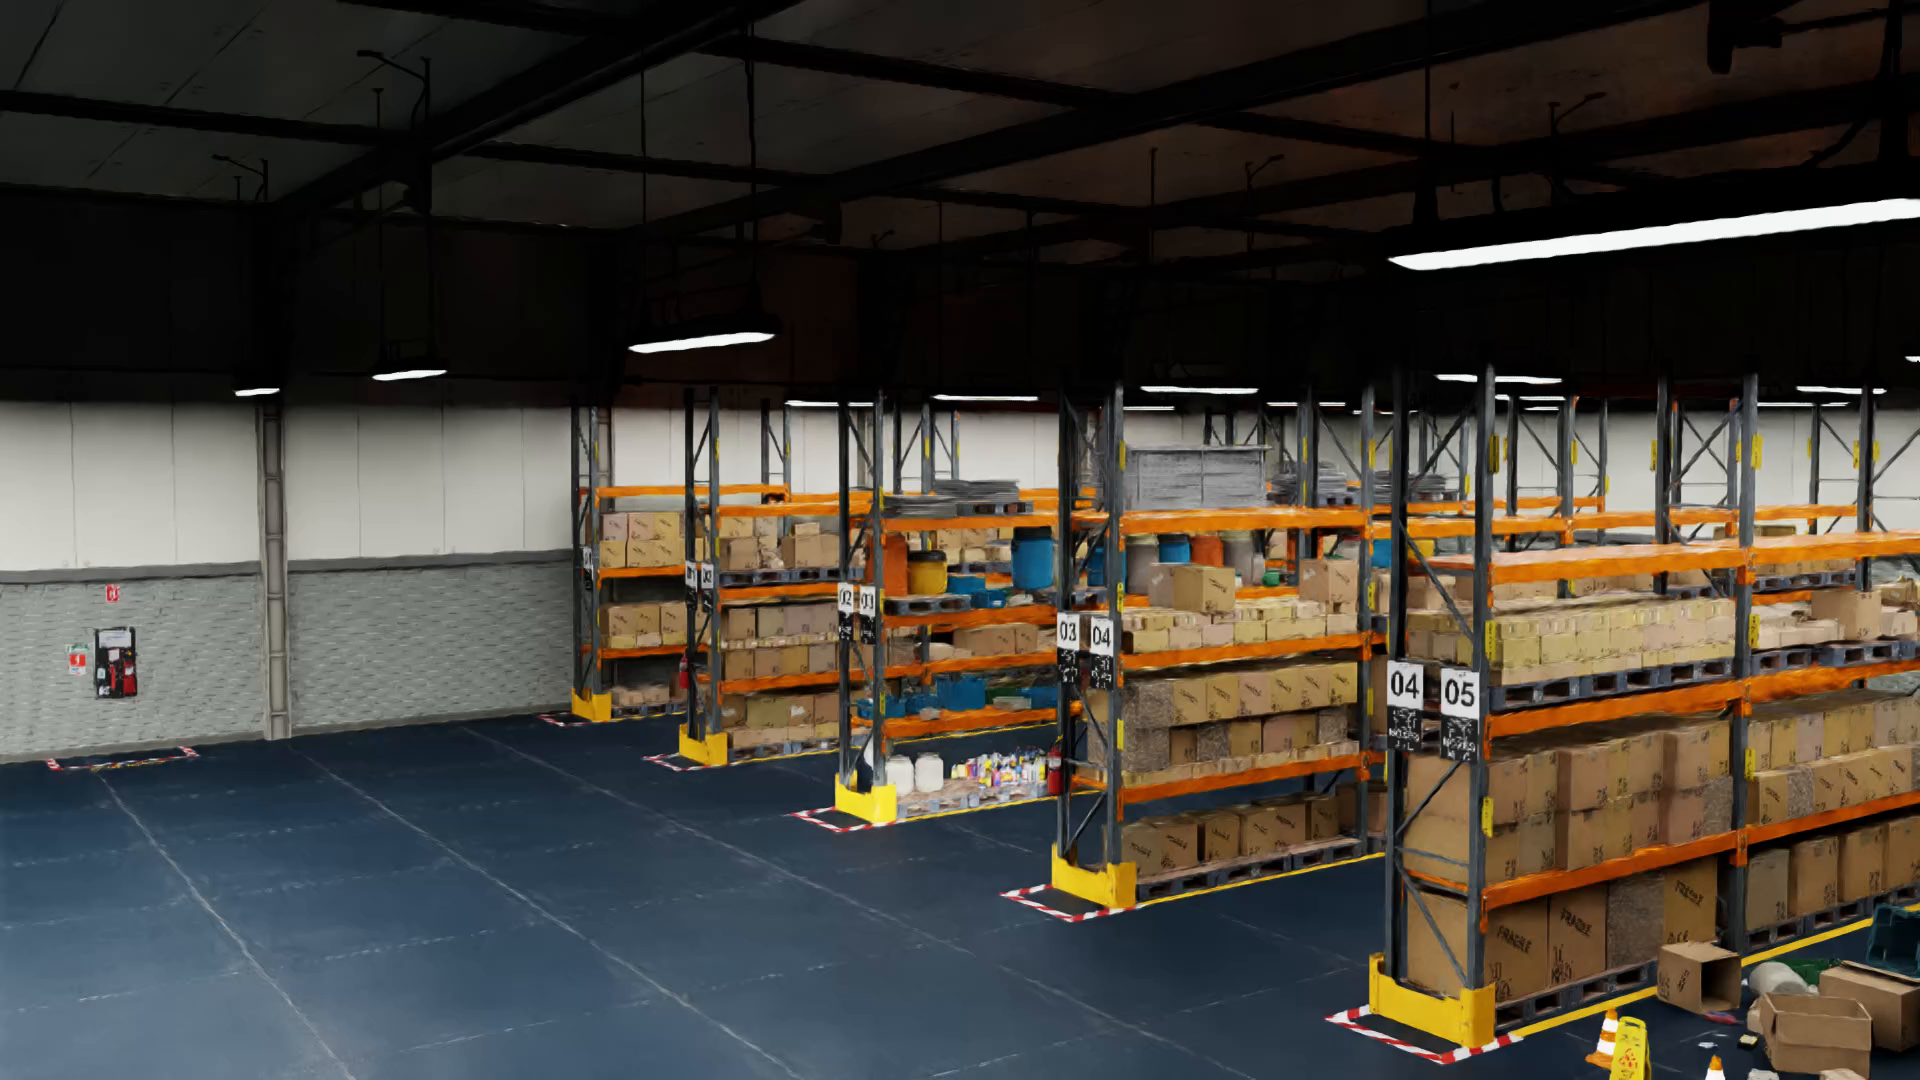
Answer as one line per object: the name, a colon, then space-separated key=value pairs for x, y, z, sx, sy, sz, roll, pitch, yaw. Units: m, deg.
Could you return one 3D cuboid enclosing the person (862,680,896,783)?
person: x=-1.205 y=2.877 z=24.767 sx=0.568 sy=1.610 sz=0.625 roll=-3 pitch=4 yaw=-36
